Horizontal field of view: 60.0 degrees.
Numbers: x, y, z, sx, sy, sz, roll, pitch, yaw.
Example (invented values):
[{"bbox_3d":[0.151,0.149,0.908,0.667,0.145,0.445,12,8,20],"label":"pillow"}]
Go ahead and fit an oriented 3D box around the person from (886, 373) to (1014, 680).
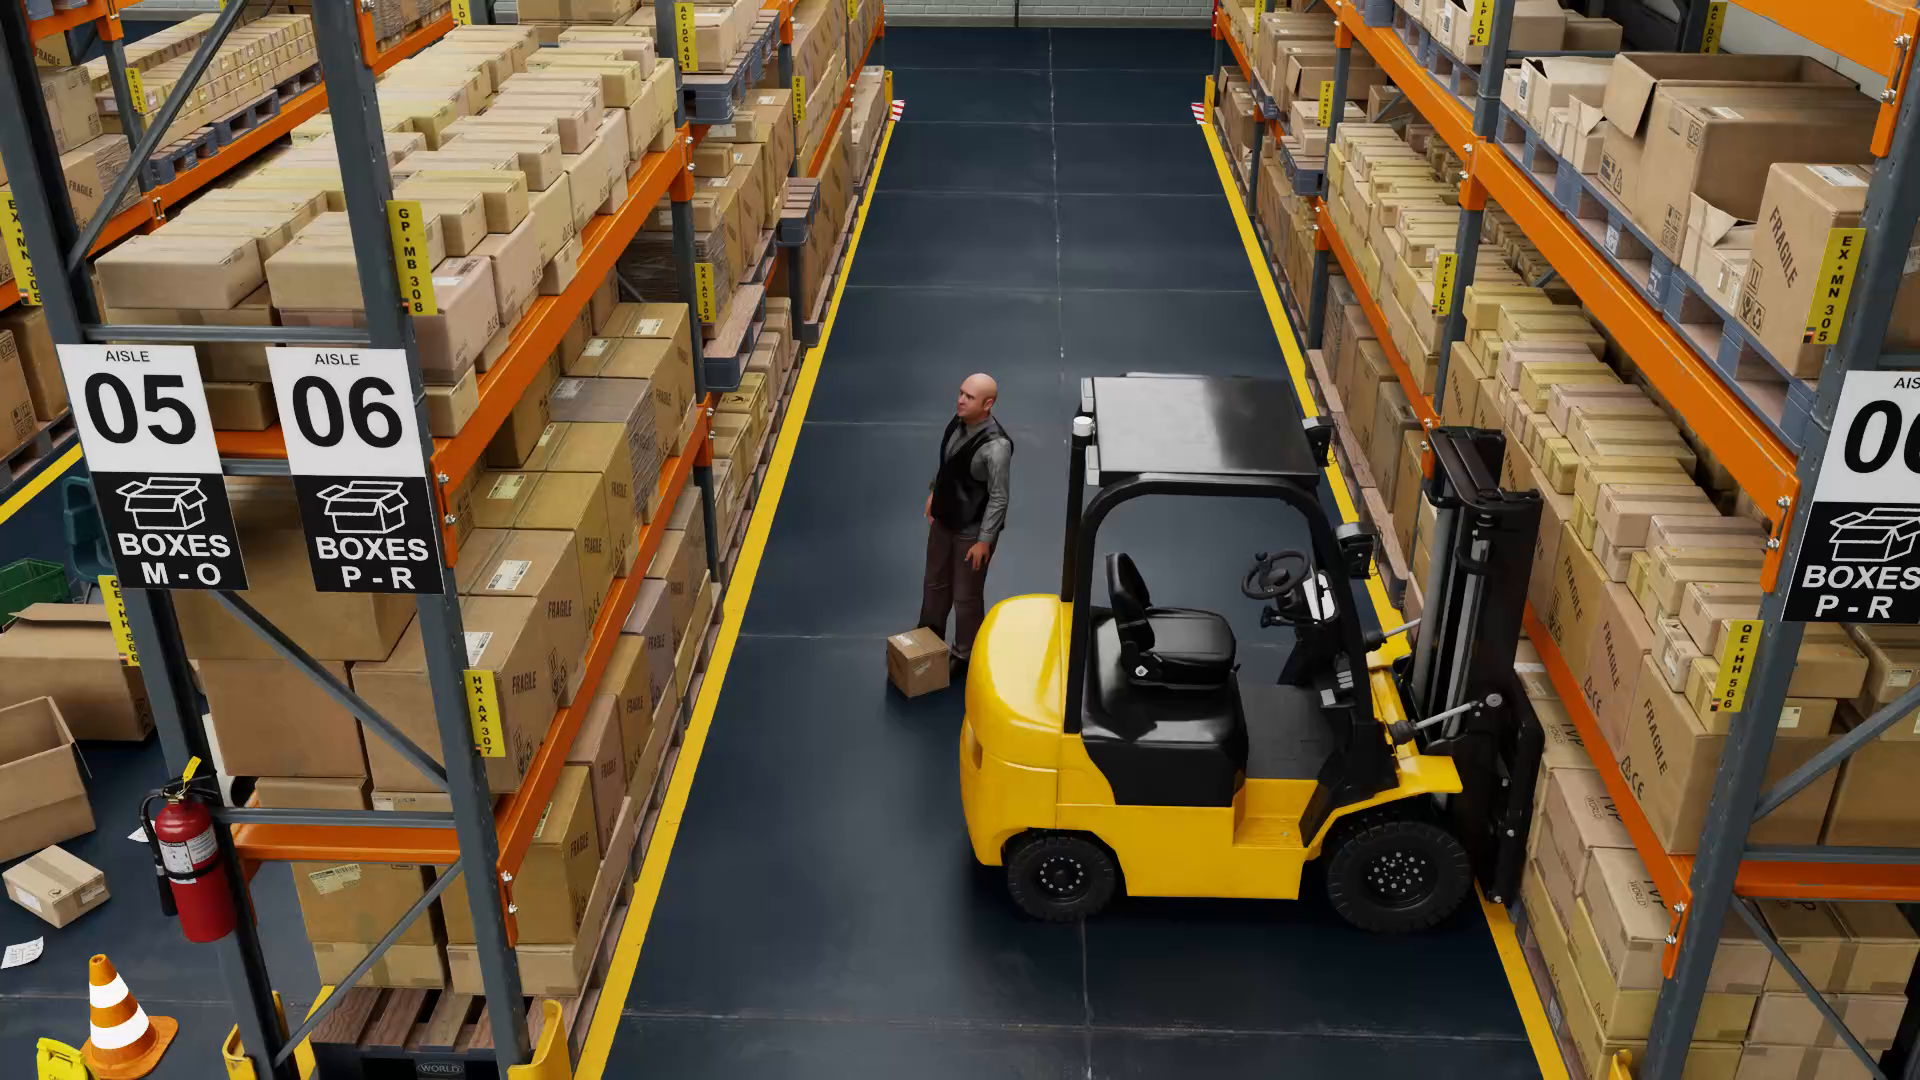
[{"bbox_3d":[-0.037,-0.060,8.743,0.565,1.723,0.634,-13,31,-24],"label":"person"}]
